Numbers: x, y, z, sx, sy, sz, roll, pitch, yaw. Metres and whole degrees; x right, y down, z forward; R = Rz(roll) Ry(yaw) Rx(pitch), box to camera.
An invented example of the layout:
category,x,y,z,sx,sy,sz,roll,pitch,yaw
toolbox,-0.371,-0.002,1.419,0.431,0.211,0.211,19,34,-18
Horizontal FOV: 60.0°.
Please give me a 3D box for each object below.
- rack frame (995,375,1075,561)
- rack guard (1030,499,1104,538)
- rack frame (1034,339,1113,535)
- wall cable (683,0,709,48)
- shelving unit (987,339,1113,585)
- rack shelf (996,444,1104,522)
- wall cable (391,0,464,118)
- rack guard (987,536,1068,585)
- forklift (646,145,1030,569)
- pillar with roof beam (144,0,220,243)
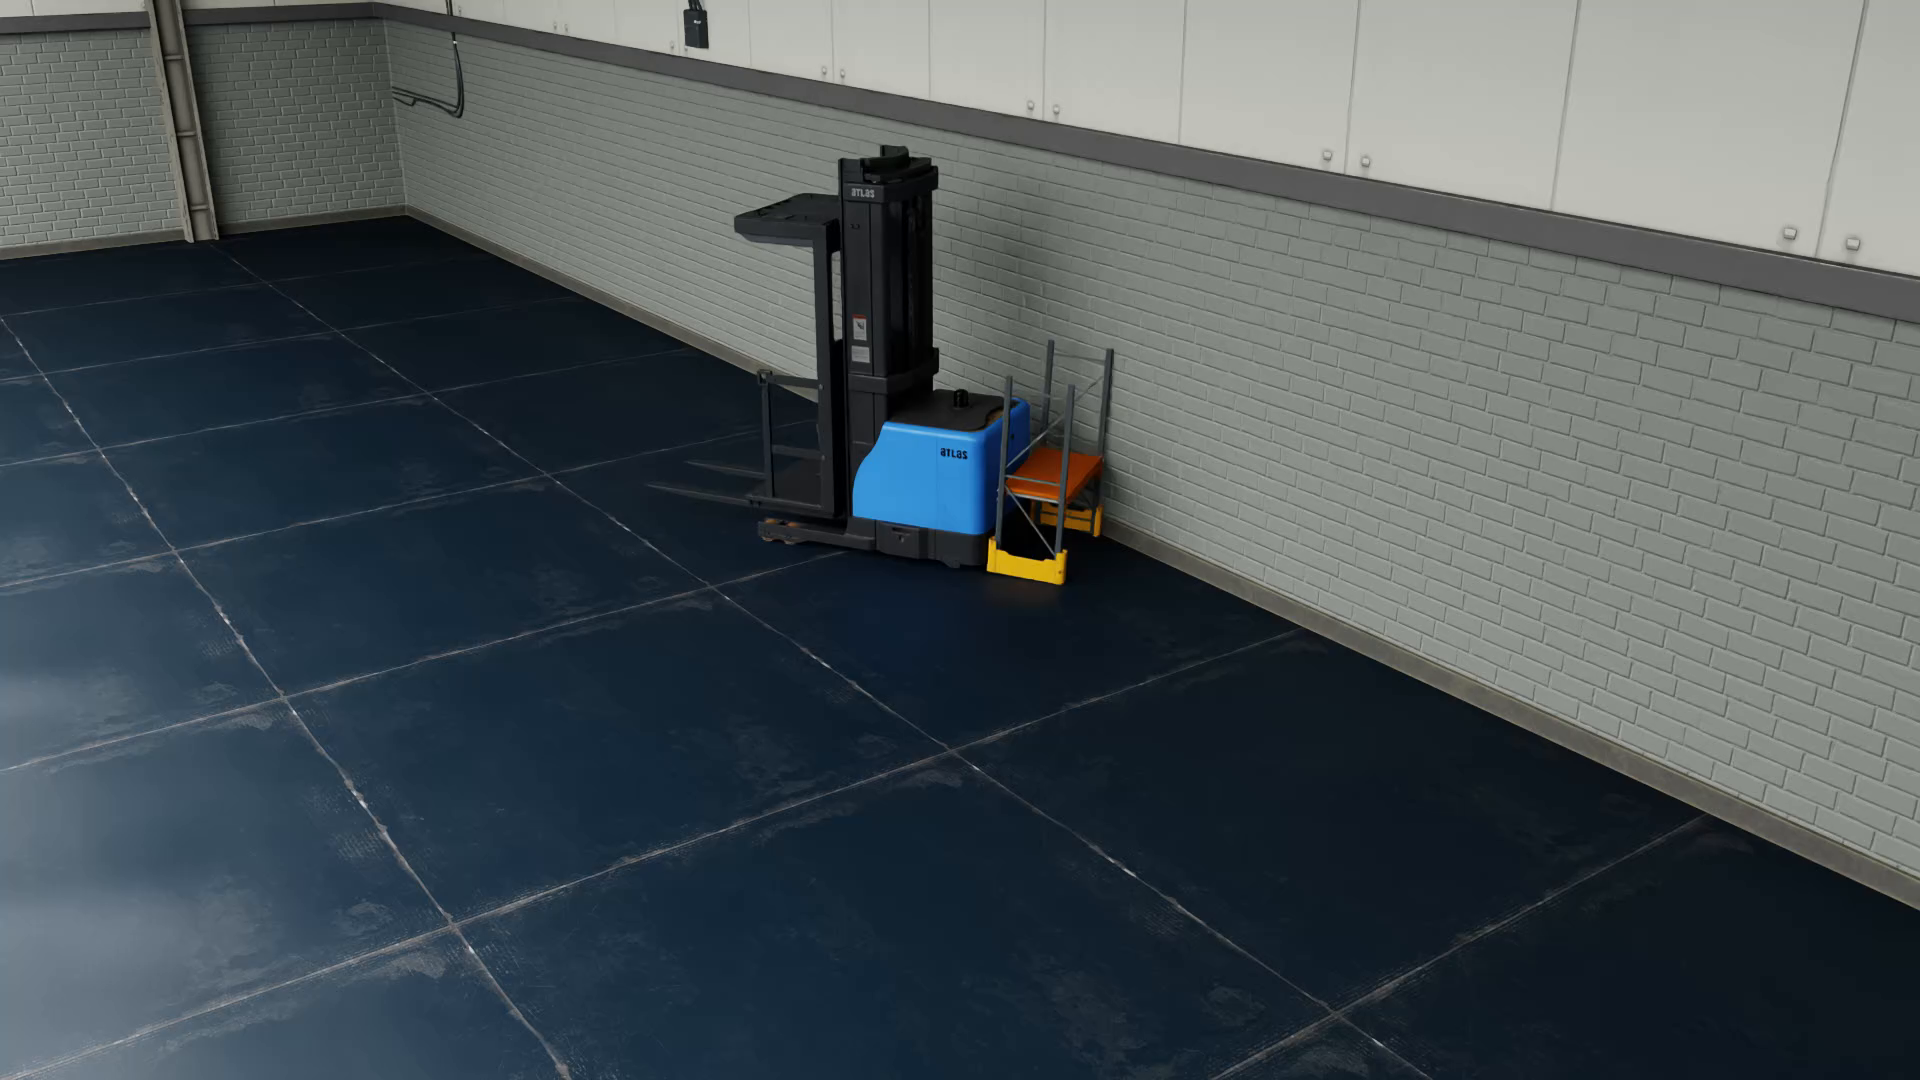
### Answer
category,x,y,z,sx,sy,sz,roll,pitch,yaw
rack frame,0.521,-0.424,11.896,0.500,1.500,0.032,11,24,17
rack guard,0.825,-0.197,13.011,0.587,0.250,0.087,11,24,17
rack frame,0.864,-0.779,12.785,0.500,1.500,0.032,11,24,17
wall cable,-2.057,-7.409,14.733,0.169,6.003,2.305,-15,26,-33
shelving unit,0.690,-0.599,12.333,0.587,1.500,1.083,11,24,17
rack shelf,0.683,-0.436,12.410,0.538,0.185,1.000,11,24,17
wall cable,-7.588,-7.247,23.105,0.112,2.526,3.097,-15,26,-33
rack guard,0.489,0.150,12.140,0.587,0.250,0.087,11,24,17
forklift,-1.016,-1.492,12.681,3.031,2.935,1.130,9,24,22
pillar with roof beam,-8.238,-7.154,18.682,0.400,9.000,9.100,-15,26,-33
